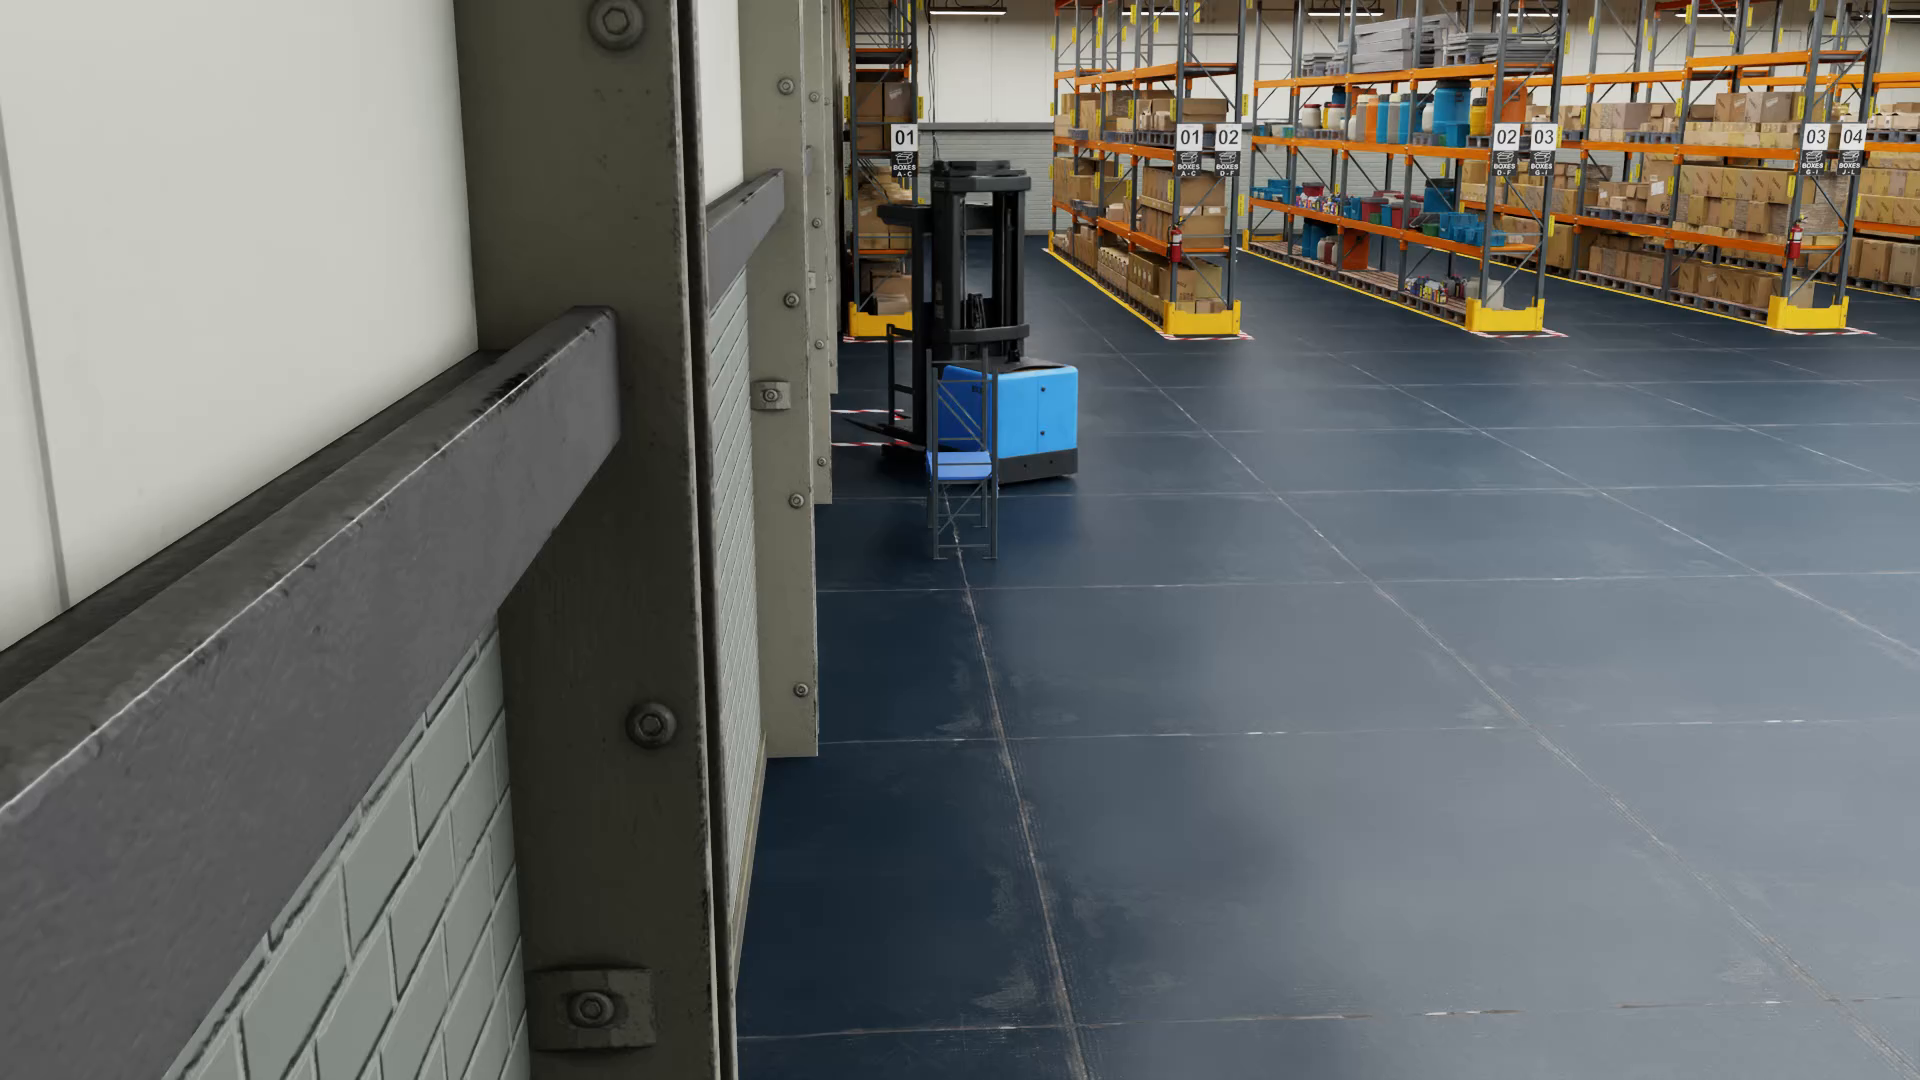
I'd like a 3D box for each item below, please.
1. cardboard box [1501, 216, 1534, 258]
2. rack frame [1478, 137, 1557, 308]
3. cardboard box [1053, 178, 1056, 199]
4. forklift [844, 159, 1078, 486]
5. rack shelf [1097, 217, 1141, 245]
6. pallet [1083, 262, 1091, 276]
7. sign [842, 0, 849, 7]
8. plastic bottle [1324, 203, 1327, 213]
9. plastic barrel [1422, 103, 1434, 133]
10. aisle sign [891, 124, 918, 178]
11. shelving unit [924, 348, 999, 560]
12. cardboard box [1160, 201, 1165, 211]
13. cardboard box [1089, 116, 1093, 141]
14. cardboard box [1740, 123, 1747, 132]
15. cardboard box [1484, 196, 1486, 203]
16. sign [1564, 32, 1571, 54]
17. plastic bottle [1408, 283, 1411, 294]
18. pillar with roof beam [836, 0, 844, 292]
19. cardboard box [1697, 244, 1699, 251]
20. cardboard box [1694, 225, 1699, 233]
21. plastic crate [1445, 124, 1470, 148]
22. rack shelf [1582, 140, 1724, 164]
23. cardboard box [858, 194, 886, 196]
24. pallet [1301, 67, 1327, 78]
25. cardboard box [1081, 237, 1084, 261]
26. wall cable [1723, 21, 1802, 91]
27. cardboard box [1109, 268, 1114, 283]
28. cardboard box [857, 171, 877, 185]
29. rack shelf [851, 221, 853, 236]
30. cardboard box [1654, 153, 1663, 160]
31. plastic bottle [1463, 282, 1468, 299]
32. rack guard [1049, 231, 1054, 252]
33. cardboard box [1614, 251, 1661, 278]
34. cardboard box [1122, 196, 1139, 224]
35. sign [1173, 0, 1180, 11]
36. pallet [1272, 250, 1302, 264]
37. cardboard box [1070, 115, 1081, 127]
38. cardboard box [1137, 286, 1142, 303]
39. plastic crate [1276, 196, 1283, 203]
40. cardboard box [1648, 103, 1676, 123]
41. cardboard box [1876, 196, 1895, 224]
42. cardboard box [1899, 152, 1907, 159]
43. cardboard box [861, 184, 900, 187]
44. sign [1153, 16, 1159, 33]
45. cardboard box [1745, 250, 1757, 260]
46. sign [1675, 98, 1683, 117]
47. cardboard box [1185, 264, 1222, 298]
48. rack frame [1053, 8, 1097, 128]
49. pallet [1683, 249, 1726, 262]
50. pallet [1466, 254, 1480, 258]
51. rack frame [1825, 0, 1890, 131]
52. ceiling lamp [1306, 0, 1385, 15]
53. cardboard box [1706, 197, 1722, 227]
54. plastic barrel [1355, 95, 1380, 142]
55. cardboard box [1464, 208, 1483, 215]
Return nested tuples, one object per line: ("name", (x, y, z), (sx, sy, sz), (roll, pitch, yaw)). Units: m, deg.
("cardboard box", (13.003, -6.876, 37.651), (1.225, 0.875, 0.875), (-1, 14, -3))
("rack frame", (8.743, -4.799, 26.160), (1.000, 3.000, 0.127), (-1, 14, -3))
("cardboard box", (2.572, -8.637, 40.875), (0.500, 0.500, 0.500), (-1, 14, -2))
("forklift", (-0.119, -2.231, 16.314), (1.130, 2.935, 3.031), (-9, 17, -32))
("rack shelf", (3.427, -5.868, 31.756), (1.077, 0.370, 4.000), (-1, 14, -3))
("pallet", (3.222, -5.852, 35.847), (1.003, 0.211, 1.213), (-1, 14, -3))
("sign", (-1.700, -8.077, 24.668), (0.100, 0.325, 0.005), (-1, 14, -3))
("plastic bottle", (7.757, -7.018, 35.183), (0.097, 0.201, 0.097), (0, 14, 0))
("plastic barrel", (8.326, -7.394, 29.158), (0.421, 0.512, 0.421), (0, 14, 0))
("aisle sign", (-0.841, -5.892, 25.190), (0.394, 0.787, 0.004), (-1, 14, -3))
("shelving unit", (0.005, -0.705, 13.257), (0.538, 1.500, 1.048), (-1, 14, -3))
("cardboard box", (3.503, -5.501, 27.382), (0.380, 0.149, 0.250), (0, 14, -2))
("cardboard box", (3.179, -8.579, 34.628), (0.910, 0.500, 0.500), (-1, 14, -3))
("cardboard box", (13.314, -6.906, 27.828), (0.380, 0.149, 0.250), (-2, 15, -6))
("cardboard box", (12.549, -8.001, 39.108), (0.380, 0.149, 0.250), (-1, 14, -2))
("sign", (9.292, -7.611, 25.467), (0.100, 0.325, 0.005), (-1, 14, -3))
("plastic bottle", (8.090, -4.515, 29.789), (0.097, 0.201, 0.097), (0, 14, 0))
("pillar with roof beam", (1.873, -9.271, 31.501), (9.100, 9.000, 0.400), (-1, 14, -3))
("cardboard box", (17.603, -6.893, 39.174), (0.380, 0.149, 0.250), (0, 14, -2))
("cardboard box", (13.222, -5.505, 29.405), (0.380, 0.149, 0.250), (-1, 14, -3))
("plastic crate", (8.324, -6.714, 27.613), (0.392, 0.384, 0.575), (-1, 14, -3))
("rack shelf", (13.315, -7.472, 31.973), (1.077, 0.370, 4.000), (-1, 14, -3))
("cardboard box", (-1.475, -5.440, 27.404), (0.500, 0.500, 0.500), (-1, 14, -3))
("pallet", (8.081, -10.199, 36.287), (1.003, 0.211, 1.213), (-1, 14, -3))
("cardboard box", (2.910, -6.330, 36.242), (0.500, 0.500, 0.500), (-1, 14, -3))
("wall cable", (22.703, -13.335, 47.294), (2.355, 3.000, 0.029), (-1, 14, -3))
("cardboard box", (3.144, -5.069, 31.882), (0.500, 0.250, 0.500), (-1, 14, -2))
("cardboard box", (-1.928, -7.310, 33.576), (0.500, 0.250, 0.500), (0, 14, -2))
("rack shelf", (-1.517, -5.790, 31.455), (1.077, 0.370, 4.000), (-1, 14, -3))
("cardboard box", (17.452, -9.342, 41.011), (0.500, 0.500, 0.500), (0, 14, -2))
("plastic bottle", (8.861, -4.364, 29.051), (0.152, 0.276, 0.135), (-1, 14, -2))
("rack guard", (2.812, -7.474, 41.570), (1.175, 0.500, 0.348), (-1, 14, -3))
("cardboard box", (13.341, -5.423, 32.717), (0.700, 0.500, 0.500), (0, 14, 1))
("cardboard box", (3.424, -6.345, 31.966), (0.500, 0.500, 0.500), (-2, 15, -6))
("sign", (3.257, -8.115, 24.974), (0.100, 0.325, 0.005), (-1, 14, -3))
("pallet", (7.915, -6.616, 38.815), (1.003, 0.211, 1.213), (-1, 14, -3))
("cardboard box", (2.754, -9.447, 37.502), (0.500, 0.250, 0.500), (-1, 14, -3))
("cardboard box", (3.329, -4.222, 28.589), (0.500, 0.250, 0.500), (-1, 14, -3))
("plastic crate", (7.662, -7.954, 38.852), (0.437, 0.125, 0.590), (-1, 14, -3))
("cardboard box", (13.528, -8.243, 32.321), (0.500, 0.500, 0.500), (-1, 14, -2))
("cardboard box", (18.034, -6.348, 31.976), (0.500, 0.500, 0.500), (-1, 14, -3))
("cardboard box", (22.550, -9.124, 39.458), (0.380, 0.149, 0.250), (-1, 14, -4))
("cardboard box", (-1.540, -6.642, 32.239), (0.700, 0.500, 0.500), (-2, 15, -9))
("sign", (3.857, -10.157, 32.752), (0.100, 0.325, 0.005), (-1, 14, -3))
("cardboard box", (17.761, -6.455, 36.768), (0.500, 0.500, 0.500), (-1, 14, -2))
("sign", (12.885, -7.755, 29.799), (0.100, 0.325, 0.005), (-1, 14, -3))
("cardboard box", (3.955, -4.220, 27.078), (0.500, 0.500, 0.500), (-1, 14, -3))
("rack frame", (2.808, -11.608, 40.584), (1.000, 3.000, 0.127), (-1, 14, -3))
("pallet", (17.823, -6.728, 39.251), (1.003, 0.211, 1.213), (-1, 14, -3))
("pallet", (12.895, -7.004, 40.326), (1.003, 0.211, 1.213), (-1, 14, -3))
("rack frame", (18.148, -9.822, 33.642), (1.000, 3.000, 0.127), (-1, 14, -3))
("ceiling lamp", (10.099, -15.217, 42.896), (2.000, 3.185, 0.800), (-1, 14, -3))
("cardboard box", (13.532, -5.703, 28.873), (0.875, 0.500, 0.500), (-1, 14, -3))
("plastic barrel", (8.082, -8.277, 32.650), (0.600, 0.901, 0.600), (0, 14, 0))
("cardboard box", (12.871, -7.645, 40.642), (0.875, 0.875, 0.875), (-1, 14, -3))
